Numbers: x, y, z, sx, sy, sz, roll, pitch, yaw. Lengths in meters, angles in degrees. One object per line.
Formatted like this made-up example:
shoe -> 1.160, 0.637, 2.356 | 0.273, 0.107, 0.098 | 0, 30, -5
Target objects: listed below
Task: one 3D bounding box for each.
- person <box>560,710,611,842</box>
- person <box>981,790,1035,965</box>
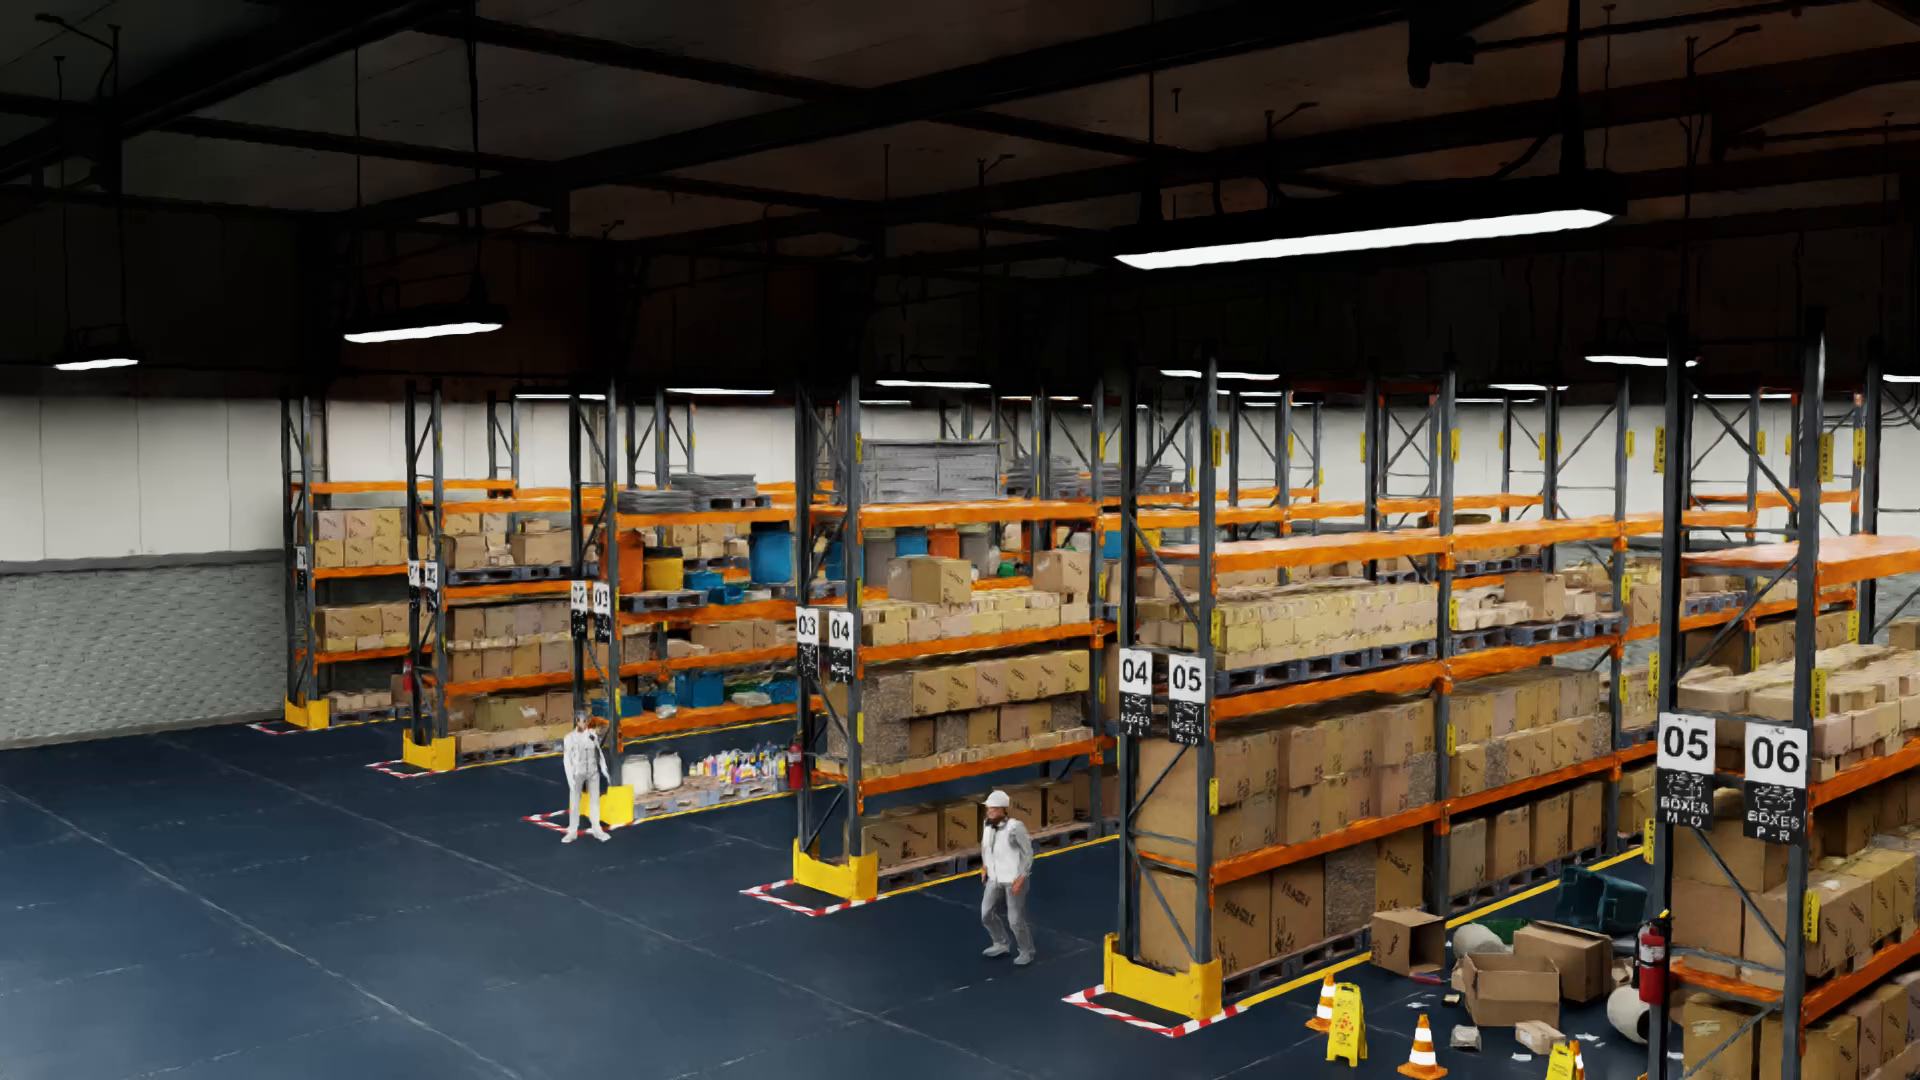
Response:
person -> -4.752, 2.967, 21.040 | 0.624, 1.677, 0.373 | -2, 4, -32
person -> 0.445, 3.274, 16.197 | 0.677, 1.726, 0.574 | 4, 5, 44
